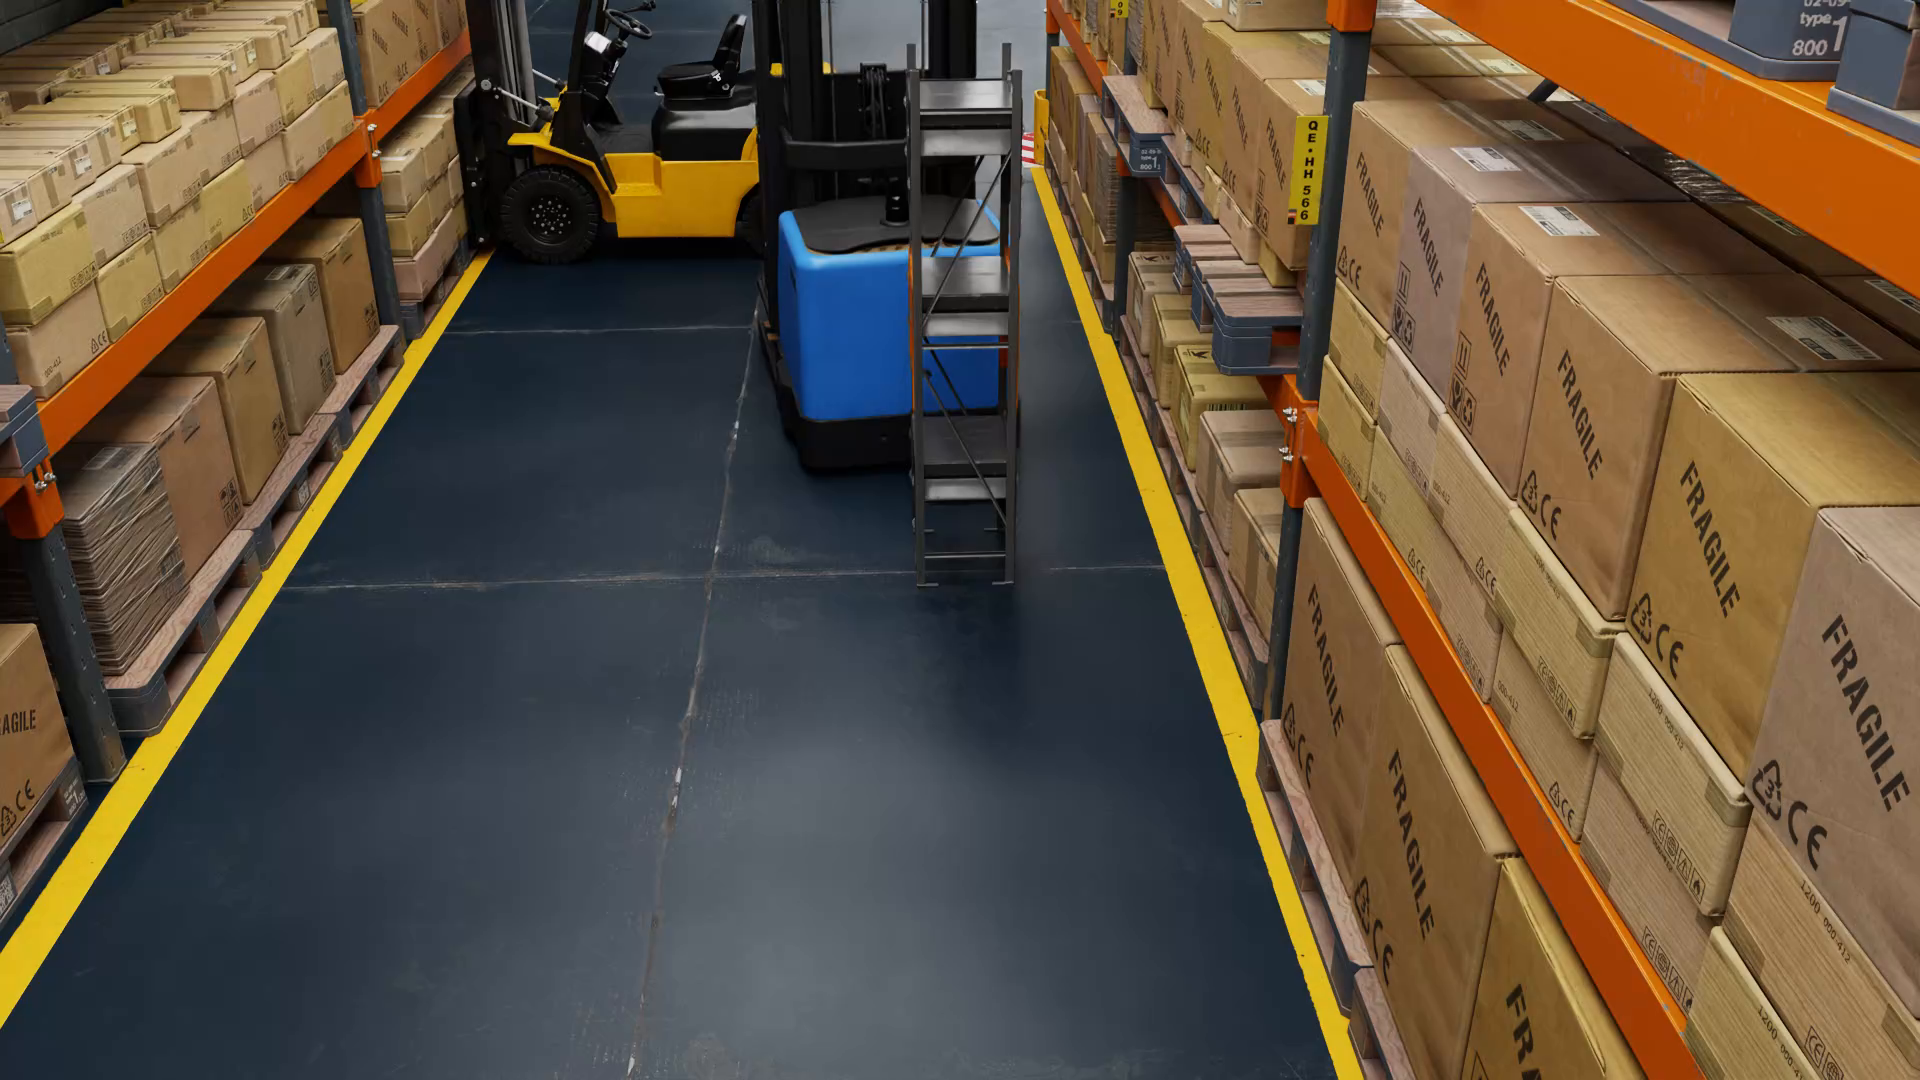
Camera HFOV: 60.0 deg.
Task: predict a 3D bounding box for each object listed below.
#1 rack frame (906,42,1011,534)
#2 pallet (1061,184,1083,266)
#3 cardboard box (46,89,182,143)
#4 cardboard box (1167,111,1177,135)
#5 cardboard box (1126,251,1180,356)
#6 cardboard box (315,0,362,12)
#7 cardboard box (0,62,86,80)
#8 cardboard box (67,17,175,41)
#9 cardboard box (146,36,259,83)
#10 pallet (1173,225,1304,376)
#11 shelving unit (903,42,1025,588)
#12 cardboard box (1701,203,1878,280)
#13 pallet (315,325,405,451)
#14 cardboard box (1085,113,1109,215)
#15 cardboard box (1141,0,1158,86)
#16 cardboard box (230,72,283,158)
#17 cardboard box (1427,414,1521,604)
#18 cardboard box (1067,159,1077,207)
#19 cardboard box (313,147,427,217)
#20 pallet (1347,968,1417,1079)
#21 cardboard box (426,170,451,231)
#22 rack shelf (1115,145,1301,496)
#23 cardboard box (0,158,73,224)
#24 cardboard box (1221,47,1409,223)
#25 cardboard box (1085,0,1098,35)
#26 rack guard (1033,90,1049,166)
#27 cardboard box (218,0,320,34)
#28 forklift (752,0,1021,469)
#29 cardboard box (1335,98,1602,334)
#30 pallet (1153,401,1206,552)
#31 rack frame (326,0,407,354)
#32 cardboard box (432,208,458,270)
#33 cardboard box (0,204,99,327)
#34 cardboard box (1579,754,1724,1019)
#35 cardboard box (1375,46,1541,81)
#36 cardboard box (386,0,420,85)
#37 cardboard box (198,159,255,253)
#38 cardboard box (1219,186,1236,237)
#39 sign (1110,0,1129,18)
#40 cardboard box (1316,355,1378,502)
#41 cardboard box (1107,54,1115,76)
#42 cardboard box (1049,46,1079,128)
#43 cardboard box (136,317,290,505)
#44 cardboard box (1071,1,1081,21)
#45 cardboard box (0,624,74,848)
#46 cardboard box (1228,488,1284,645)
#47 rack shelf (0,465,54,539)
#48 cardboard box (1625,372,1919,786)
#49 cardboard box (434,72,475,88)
[{"bbox_3d":[-0.004,-0.967,6.834,0.400,2.100,0.015,-1,28,-3],"label":"rack frame"},{"bbox_3d":[1.232,-2.120,11.087,1.003,0.211,1.213,-1,28,-3],"label":"pallet"},{"bbox_3d":[-3.179,-1.596,6.257,0.380,0.149,0.250,-1,28,-2],"label":"cardboard box"},{"bbox_3d":[1.149,-1.930,7.525,0.380,0.149,0.250,-1,28,-2],"label":"cardboard box"},{"bbox_3d":[1.399,-1.262,8.813,0.950,0.372,0.625,-1,28,-2],"label":"cardboard box"},{"bbox_3d":[-3.342,-2.847,8.655,0.380,0.149,0.250,-2,28,-3],"label":"cardboard box"},{"bbox_3d":[-3.751,-1.820,6.687,0.380,0.149,0.250,-1,28,-2],"label":"cardboard box"},{"bbox_3d":[-3.810,-2.285,7.578,0.380,0.149,0.250,-1,28,-3],"label":"cardboard box"},{"bbox_3d":[-3.259,-2.067,7.160,0.380,0.149,0.250,-2,28,-4],"label":"cardboard box"},{"bbox_3d":[1.434,-0.877,5.895,1.213,0.211,1.003,-1,28,-3],"label":"pallet"},{"bbox_3d":[0.009,-0.855,6.618,0.431,2.100,0.503,-1,28,-3],"label":"shelving unit"},{"bbox_3d":[1.920,-0.424,3.631,0.500,0.500,0.500,-1,28,-3],"label":"cardboard box"},{"bbox_3d":[-3.510,-0.785,8.528,1.003,0.211,1.213,-1,28,-3],"label":"pallet"},{"bbox_3d":[1.042,-2.284,10.093,0.500,0.500,0.500,-1,28,-2],"label":"cardboard box"},{"bbox_3d":[1.134,-2.390,7.705,0.500,0.500,0.500,-1,28,-2],"label":"cardboard box"},{"bbox_3d":[-3.252,-1.822,7.121,0.500,0.250,0.500,-1,28,-2],"label":"cardboard box"},{"bbox_3d":[1.397,-0.081,3.784,0.500,0.250,0.500,-1,28,-3],"label":"cardboard box"},{"bbox_3d":[0.986,-2.430,11.185,0.500,0.250,0.500,0,28,1],"label":"cardboard box"},{"bbox_3d":[-3.300,-2.002,9.284,0.500,0.250,0.500,-2,28,-3],"label":"cardboard box"},{"bbox_3d":[1.604,1.529,4.090,1.003,0.211,1.213,-1,28,-3],"label":"pallet"},{"bbox_3d":[-3.333,-2.013,9.845,0.500,0.250,0.500,-2,28,-3],"label":"cardboard box"},{"bbox_3d":[1.473,-1.240,7.162,1.077,0.370,4.000,-1,28,-3],"label":"rack shelf"},{"bbox_3d":[-3.117,-1.123,5.351,0.380,0.149,0.250,-1,28,-2],"label":"cardboard box"},{"bbox_3d":[1.238,-1.440,5.882,0.500,0.500,0.500,-2,28,-3],"label":"cardboard box"},{"bbox_3d":[1.032,-3.335,9.971,0.500,0.500,0.500,-1,28,-1],"label":"cardboard box"},{"bbox_3d":[1.164,-3.186,12.819,1.175,0.500,0.348,-1,28,-3],"label":"rack guard"},{"bbox_3d":[-3.348,-2.541,8.068,0.380,0.149,0.250,0,28,-1],"label":"cardboard box"},{"bbox_3d":[-0.511,-2.293,8.477,1.130,2.935,3.031,-5,28,-10],"label":"forklift"},{"bbox_3d":[1.359,-0.889,4.522,0.500,0.500,0.500,-2,28,-4],"label":"cardboard box"},{"bbox_3d":[1.478,-0.322,7.639,1.003,0.211,1.213,-1,28,-3],"label":"pallet"},{"bbox_3d":[-3.588,-2.361,8.533,1.000,3.000,0.127,-1,28,-3],"label":"rack frame"},{"bbox_3d":[-3.324,-1.794,9.965,0.500,0.250,0.500,-2,28,-4],"label":"cardboard box"},{"bbox_3d":[-3.133,-0.880,5.316,0.500,0.250,0.500,-1,28,-3],"label":"cardboard box"},{"bbox_3d":[1.479,0.609,3.002,0.500,0.250,0.500,-2,28,-4],"label":"cardboard box"},{"bbox_3d":[1.751,-1.452,5.906,0.500,0.500,0.500,0,28,0],"label":"cardboard box"},{"bbox_3d":[-3.394,-2.857,9.376,0.500,0.500,0.500,-1,28,-2],"label":"cardboard box"},{"bbox_3d":[-3.239,-1.368,6.791,0.500,0.250,0.500,-1,28,-1],"label":"cardboard box"},{"bbox_3d":[1.176,-1.210,6.143,0.380,0.149,0.250,-3,28,-5],"label":"cardboard box"},{"bbox_3d":[0.827,-2.850,8.534,0.100,0.325,0.005,-1,28,-3],"label":"sign"},{"bbox_3d":[1.352,-0.337,4.814,0.500,0.250,0.500,-2,28,-4],"label":"cardboard box"},{"bbox_3d":[1.028,-2.627,9.315,0.380,0.149,0.250,-1,28,-1],"label":"cardboard box"},{"bbox_3d":[0.928,-3.239,11.925,0.500,0.500,0.500,-2,28,-4],"label":"cardboard box"},{"bbox_3d":[-3.475,-0.548,7.171,0.875,0.625,0.625,-2,28,-5],"label":"cardboard box"},{"bbox_3d":[0.946,-3.579,11.140,0.380,0.149,0.250,-1,28,-1],"label":"cardboard box"},{"bbox_3d":[-3.142,0.598,5.108,0.500,0.500,0.500,-1,28,-1],"label":"cardboard box"},{"bbox_3d":[1.558,0.082,6.236,0.950,0.372,0.625,-3,28,-6],"label":"cardboard box"},{"bbox_3d":[-3.275,0.729,3.387,1.077,0.370,4.000,-1,28,-3],"label":"rack shelf"},{"bbox_3d":[1.471,0.051,2.720,0.500,0.500,0.500,-1,28,-1],"label":"cardboard box"},{"bbox_3d":[-3.392,-2.945,11.091,0.500,0.250,0.500,-1,28,-2],"label":"cardboard box"}]
